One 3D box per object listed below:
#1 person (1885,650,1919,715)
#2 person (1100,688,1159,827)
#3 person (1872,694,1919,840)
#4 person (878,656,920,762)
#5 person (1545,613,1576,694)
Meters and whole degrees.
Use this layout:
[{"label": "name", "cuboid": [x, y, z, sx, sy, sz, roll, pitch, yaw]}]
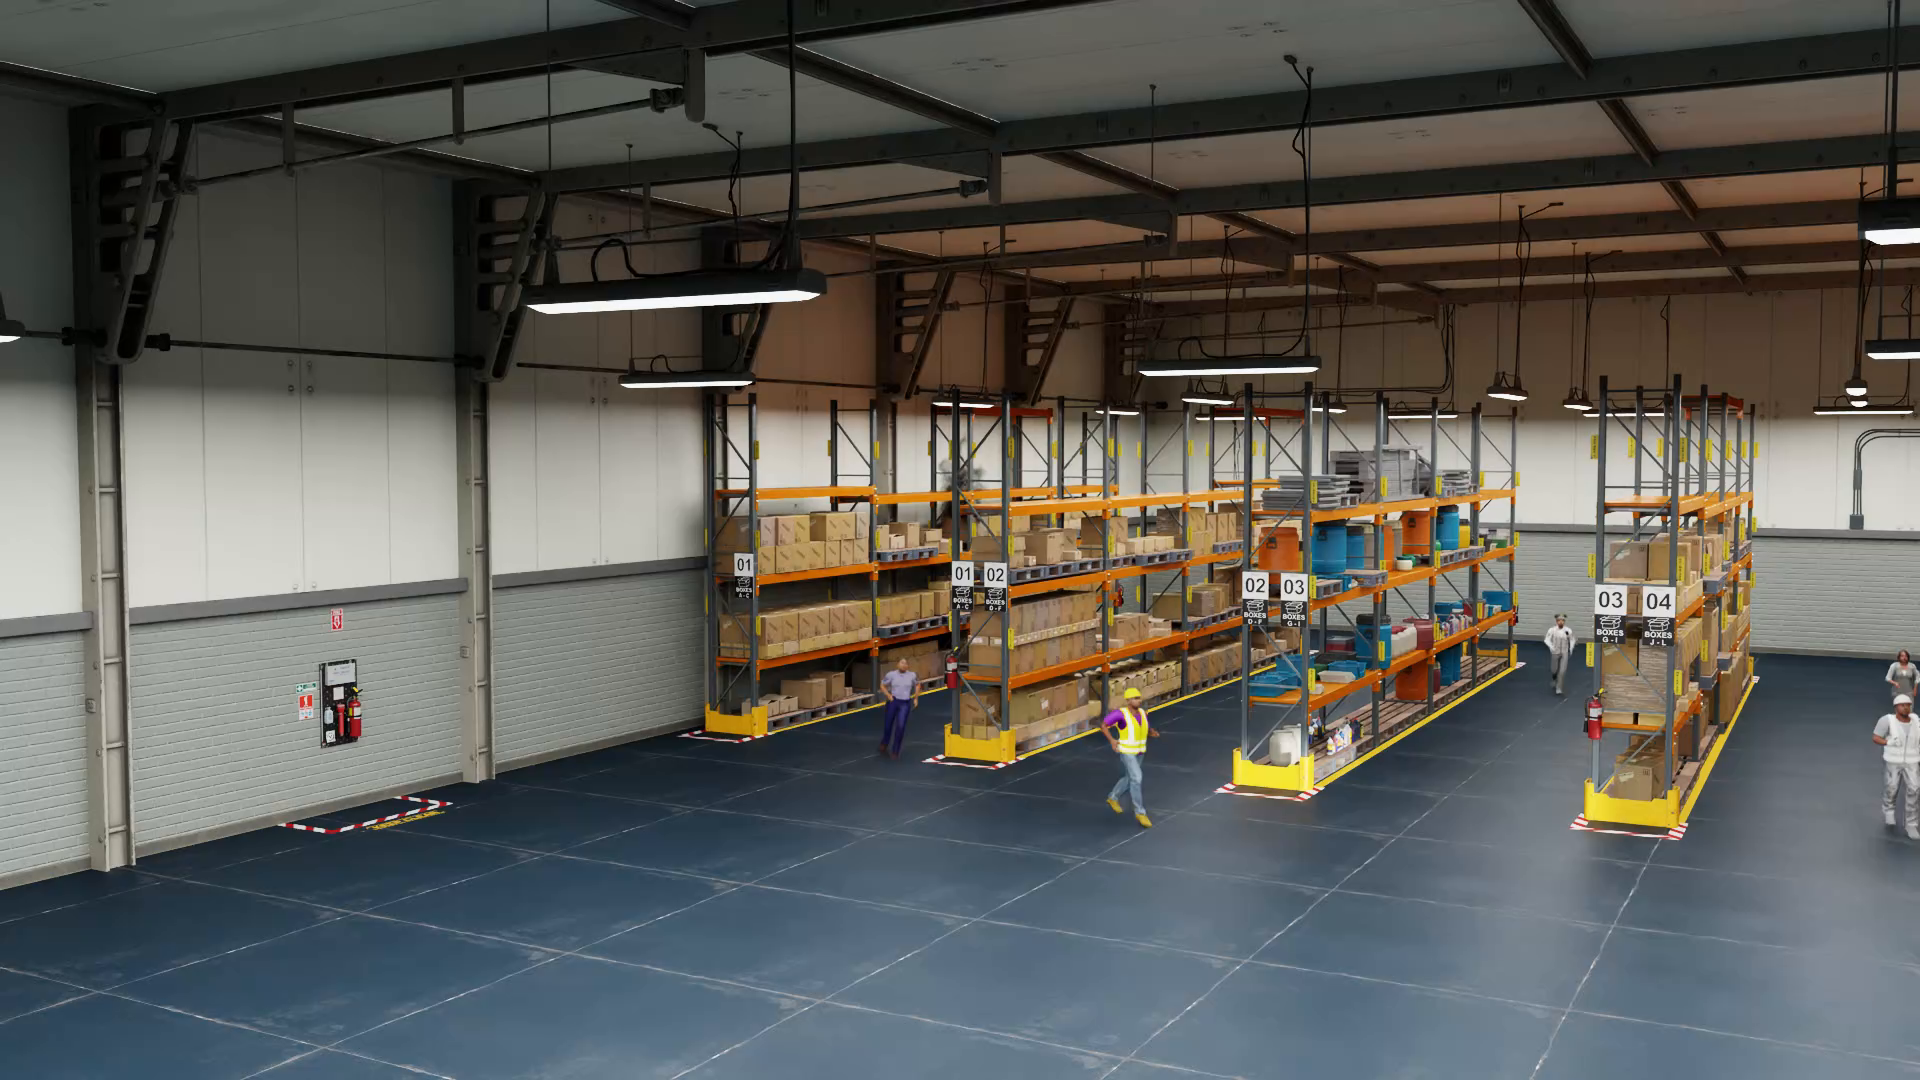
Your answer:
[{"label": "person", "cuboid": [16.176, 2.666, 28.532, 0.530, 1.575, 0.631, 2, 4, 29]}, {"label": "person", "cuboid": [2.319, 2.896, 22.446, 0.686, 1.811, 0.886, -3, 4, -43]}, {"label": "person", "cuboid": [12.271, 2.917, 21.717, 0.669, 1.819, 0.891, 1, 3, 17]}, {"label": "person", "cuboid": [-1.001, 2.732, 27.116, 0.697, 1.670, 0.827, 0, 3, 0]}, {"label": "person", "cuboid": [12.348, 2.326, 34.214, 0.608, 1.654, 0.601, 1, 3, 14]}]
